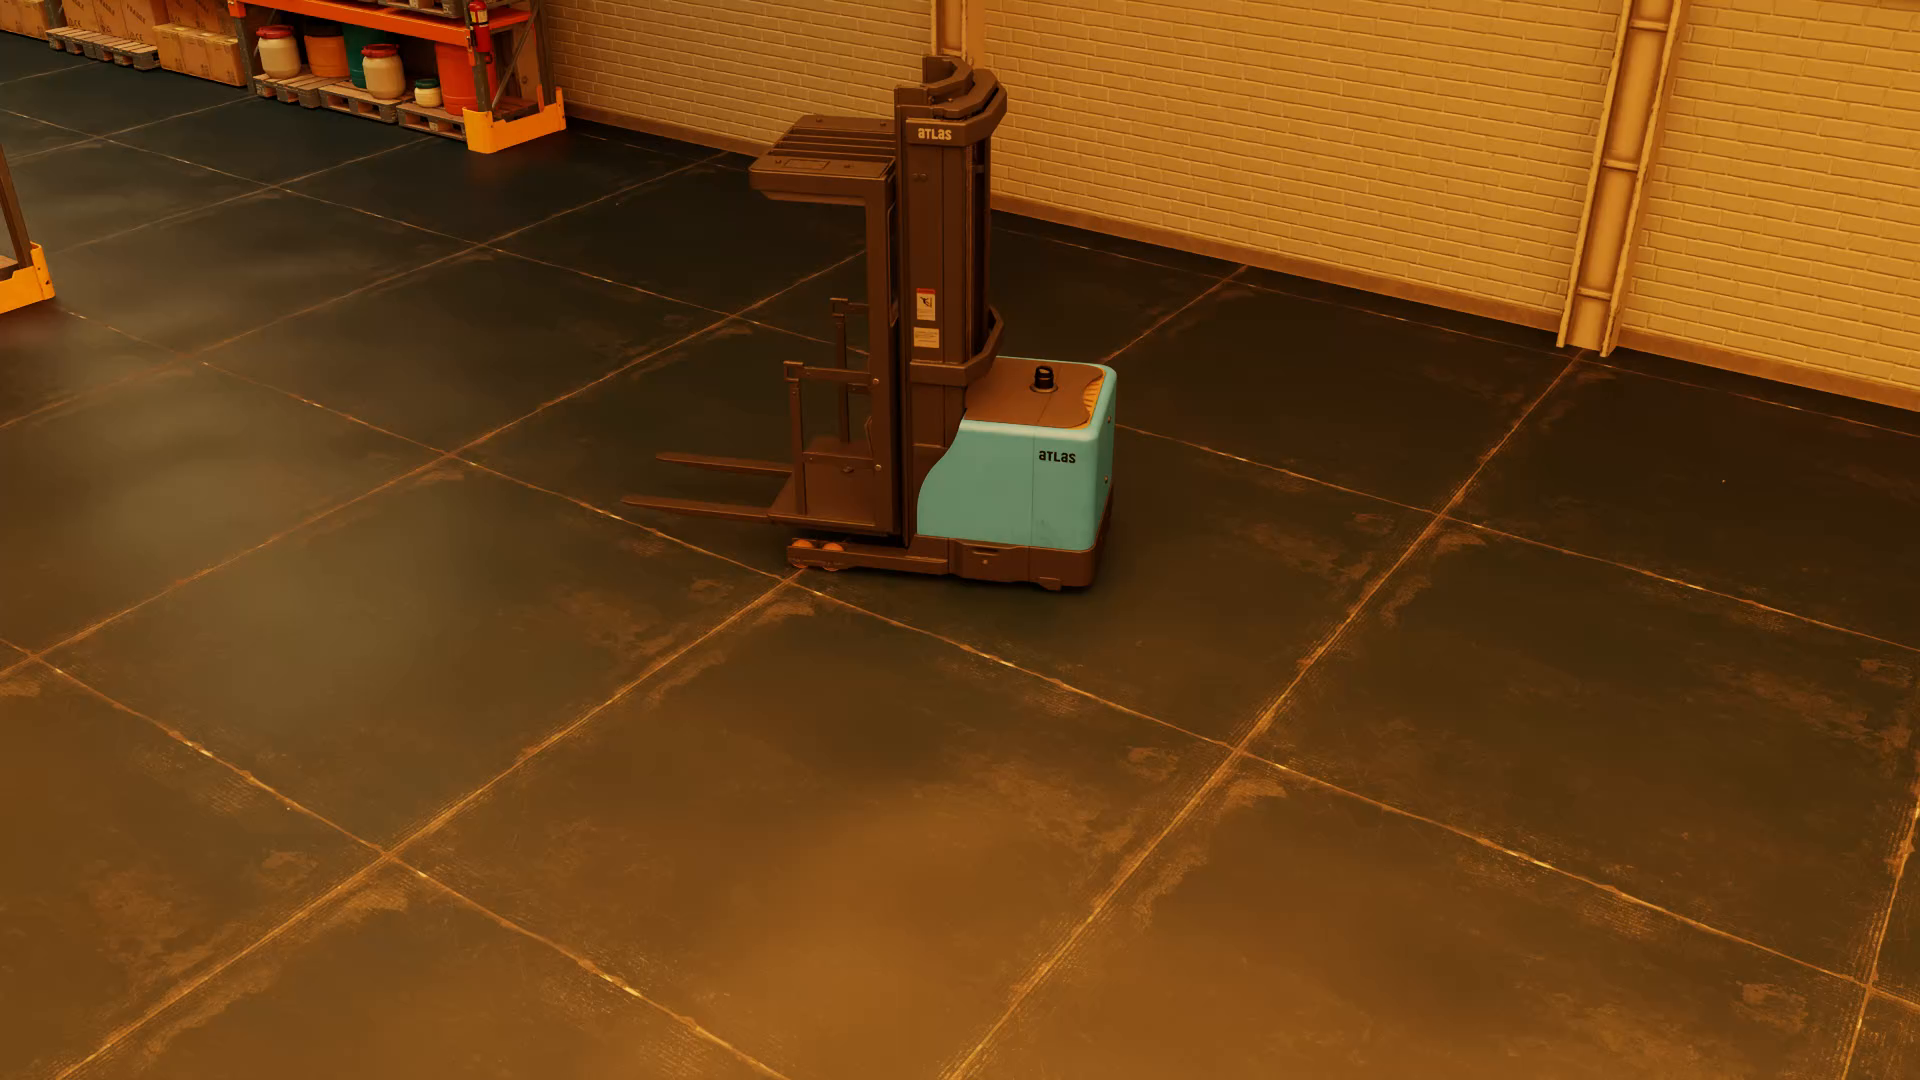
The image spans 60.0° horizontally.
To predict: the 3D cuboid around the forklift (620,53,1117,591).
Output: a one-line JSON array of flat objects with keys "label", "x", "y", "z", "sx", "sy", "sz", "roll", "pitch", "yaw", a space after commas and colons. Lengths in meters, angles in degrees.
[{"label": "forklift", "x": -0.596, "y": -1.330, "z": 9.871, "sx": 3.031, "sy": 2.935, "sz": 1.130, "roll": 6, "pitch": 31, "yaw": 10}]
